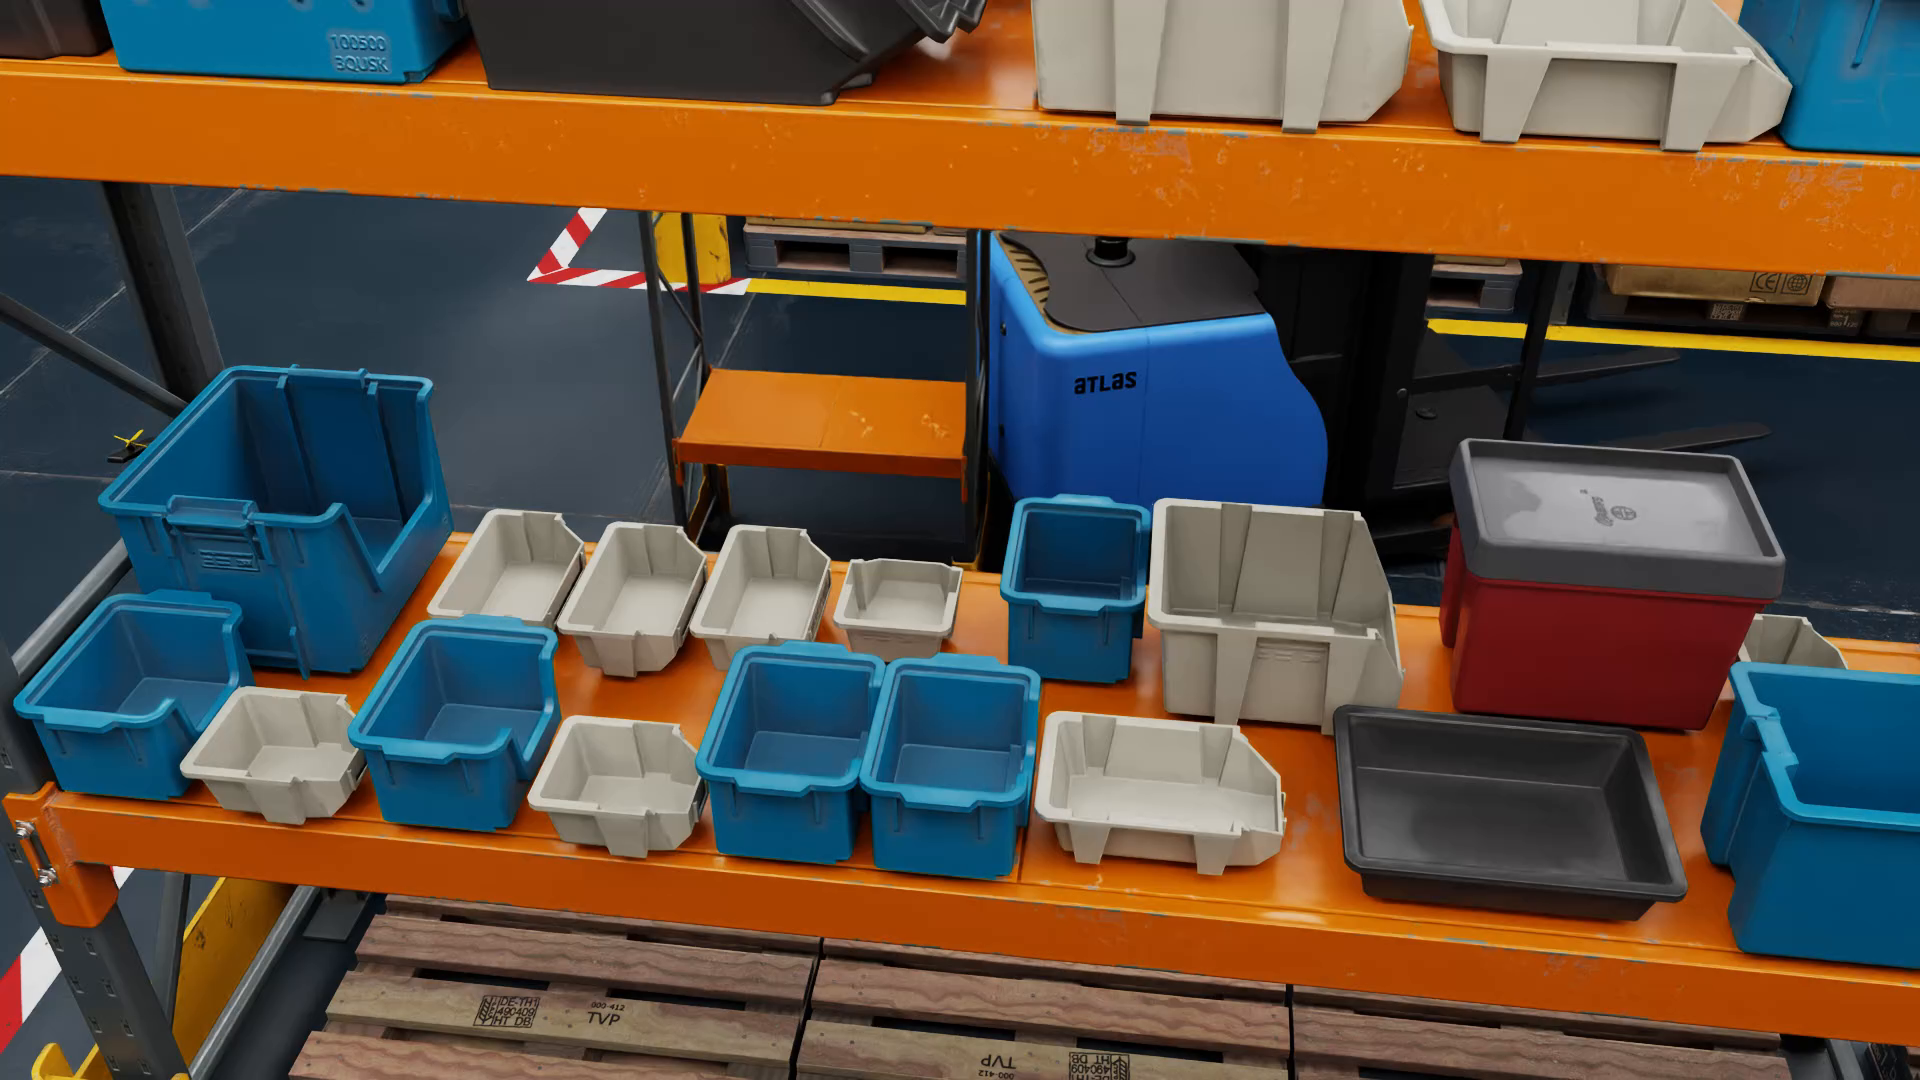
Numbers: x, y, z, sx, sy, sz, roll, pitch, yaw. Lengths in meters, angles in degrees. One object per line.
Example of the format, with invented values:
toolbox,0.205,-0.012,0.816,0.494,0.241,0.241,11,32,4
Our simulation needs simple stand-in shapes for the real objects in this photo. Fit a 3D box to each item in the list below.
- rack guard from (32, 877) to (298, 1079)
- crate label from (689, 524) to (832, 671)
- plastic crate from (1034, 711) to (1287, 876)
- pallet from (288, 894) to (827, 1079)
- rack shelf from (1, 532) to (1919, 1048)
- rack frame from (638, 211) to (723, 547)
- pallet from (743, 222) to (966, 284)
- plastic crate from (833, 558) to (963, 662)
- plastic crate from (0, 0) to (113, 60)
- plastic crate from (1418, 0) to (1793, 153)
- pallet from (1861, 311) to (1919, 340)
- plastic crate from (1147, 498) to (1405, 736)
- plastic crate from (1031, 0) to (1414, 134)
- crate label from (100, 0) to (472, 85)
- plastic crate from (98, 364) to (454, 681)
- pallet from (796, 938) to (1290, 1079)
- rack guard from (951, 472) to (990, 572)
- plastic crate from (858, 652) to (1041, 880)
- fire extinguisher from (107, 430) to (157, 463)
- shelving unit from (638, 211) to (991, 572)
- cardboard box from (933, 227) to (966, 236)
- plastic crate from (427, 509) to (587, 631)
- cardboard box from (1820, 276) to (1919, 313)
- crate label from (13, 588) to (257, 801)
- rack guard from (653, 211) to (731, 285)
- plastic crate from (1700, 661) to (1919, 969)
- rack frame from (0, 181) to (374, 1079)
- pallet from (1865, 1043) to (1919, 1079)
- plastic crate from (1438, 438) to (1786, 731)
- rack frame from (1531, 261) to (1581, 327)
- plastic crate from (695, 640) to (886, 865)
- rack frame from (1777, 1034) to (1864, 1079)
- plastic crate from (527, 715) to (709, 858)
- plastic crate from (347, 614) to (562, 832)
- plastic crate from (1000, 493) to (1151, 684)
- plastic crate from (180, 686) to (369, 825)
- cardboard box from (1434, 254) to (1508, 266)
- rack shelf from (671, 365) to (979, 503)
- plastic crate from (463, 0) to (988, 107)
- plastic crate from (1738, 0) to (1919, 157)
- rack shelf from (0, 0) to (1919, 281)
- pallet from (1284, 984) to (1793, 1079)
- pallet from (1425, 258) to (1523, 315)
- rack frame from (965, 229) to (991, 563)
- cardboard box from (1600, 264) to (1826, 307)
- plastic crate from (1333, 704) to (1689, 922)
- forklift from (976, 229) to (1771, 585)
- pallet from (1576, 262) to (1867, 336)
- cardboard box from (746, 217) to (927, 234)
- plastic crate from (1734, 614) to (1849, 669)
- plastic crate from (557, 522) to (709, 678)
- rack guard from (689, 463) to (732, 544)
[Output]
rack guard,-1.845,1.089,4.293,0.348,0.500,1.175,4,36,6
crate label,-0.423,0.142,3.645,0.243,0.136,0.396,4,36,6
plastic crate,0.382,0.490,3.157,0.466,0.136,0.293,4,36,6
pallet,-1.006,1.285,4.268,1.213,0.211,1.003,4,36,6
rack shelf,0.164,0.507,3.577,4.000,0.370,1.077,4,36,6
rack frame,-0.950,-0.557,5.739,0.032,1.500,0.500,4,36,5
pallet,-0.386,-1.638,8.364,1.213,0.211,1.003,4,36,6
plastic crate,-0.127,0.153,3.629,0.250,0.136,0.298,4,36,6
plastic crate,-1.473,-0.912,2.477,0.590,0.269,0.497,4,36,6
plastic crate,0.838,-0.626,2.190,0.466,0.136,0.293,4,36,6
pallet,4.767,-1.254,7.825,1.213,0.211,1.003,4,36,6
plastic crate,0.657,0.167,3.484,0.530,0.282,0.437,4,36,6
plastic crate,0.339,-0.765,2.259,0.530,0.282,0.437,4,36,6
crate label,-0.946,-0.840,2.390,0.502,0.251,0.408,4,36,6
plastic crate,-1.464,-0.055,3.663,0.499,0.435,0.616,4,36,6
pallet,0.200,1.376,4.140,1.213,0.211,1.003,4,36,6
rack guard,0.041,0.015,6.014,0.087,0.250,0.587,4,36,5
plastic crate,-0.013,0.438,3.147,0.300,0.233,0.416,4,36,6
fire extinguisher,-1.911,-0.023,4.088,0.183,0.674,0.296,4,36,6
shelving unit,-0.454,-0.525,5.695,1.083,1.500,0.587,4,36,5
cardboard box,0.359,-2.025,7.973,0.875,0.875,0.875,4,36,6
plastic crate,-0.988,0.105,3.696,0.243,0.136,0.396,4,36,6
cardboard box,4.302,-1.696,7.512,0.875,0.875,1.225,3,36,4
crate label,-1.617,0.318,3.315,0.303,0.233,0.416,4,36,6
rack guard,-1.212,-1.772,8.302,0.348,0.500,1.175,4,36,6
plastic crate,1.641,0.506,2.921,0.575,0.384,0.392,4,36,6
rack frame,-1.820,0.066,3.575,0.127,3.000,1.000,4,36,6
pallet,2.908,1.578,3.857,1.213,0.211,1.003,4,36,6
plastic crate,1.294,0.101,3.419,0.583,0.464,0.402,4,36,6
rack frame,2.779,-2.492,7.159,0.127,3.000,1.000,4,36,6
plastic crate,-0.311,0.415,3.178,0.300,0.233,0.416,4,36,6
rack frame,2.148,0.362,3.160,0.127,3.000,1.000,4,36,6
plastic crate,-0.636,0.479,3.172,0.298,0.136,0.250,4,36,6
plastic crate,-0.964,0.367,3.247,0.300,0.233,0.416,4,36,6
plastic crate,0.250,0.114,3.600,0.300,0.233,0.416,4,36,6
plastic crate,-1.309,0.429,3.243,0.298,0.136,0.250,4,36,6
cardboard box,2.134,-1.893,7.787,0.875,0.875,0.875,4,36,6
rack shelf,-0.445,-0.378,5.798,1.000,0.185,0.538,4,36,5
plastic crate,-0.339,-0.858,2.341,0.767,0.338,0.504,4,36,6
plastic crate,1.204,-0.674,2.174,0.300,0.233,0.416,4,36,6
rack shelf,0.164,-0.714,2.705,4.000,0.370,1.077,4,36,6
pallet,1.414,1.465,4.015,1.213,0.211,1.003,4,36,6
pallet,2.034,-1.458,8.111,1.213,0.211,1.003,4,36,6
rack frame,0.061,-0.493,5.649,0.032,1.500,0.500,4,36,5
cardboard box,3.416,-1.762,7.604,0.875,0.875,1.225,4,36,6
plastic crate,1.003,0.522,3.122,0.590,0.125,0.437,4,36,6
forklift,1.602,-1.415,5.709,3.031,2.935,1.130,-8,36,-11
pallet,3.554,-1.343,7.950,1.213,0.211,1.003,4,36,6
cardboard box,-0.544,-2.092,8.067,0.875,0.875,0.875,4,36,6
plastic crate,1.704,0.328,3.383,0.243,0.136,0.396,4,36,6
plastic crate,-0.702,0.135,3.654,0.243,0.136,0.396,4,36,6
rack guard,-0.949,-0.048,6.102,0.087,0.250,0.587,4,36,5
